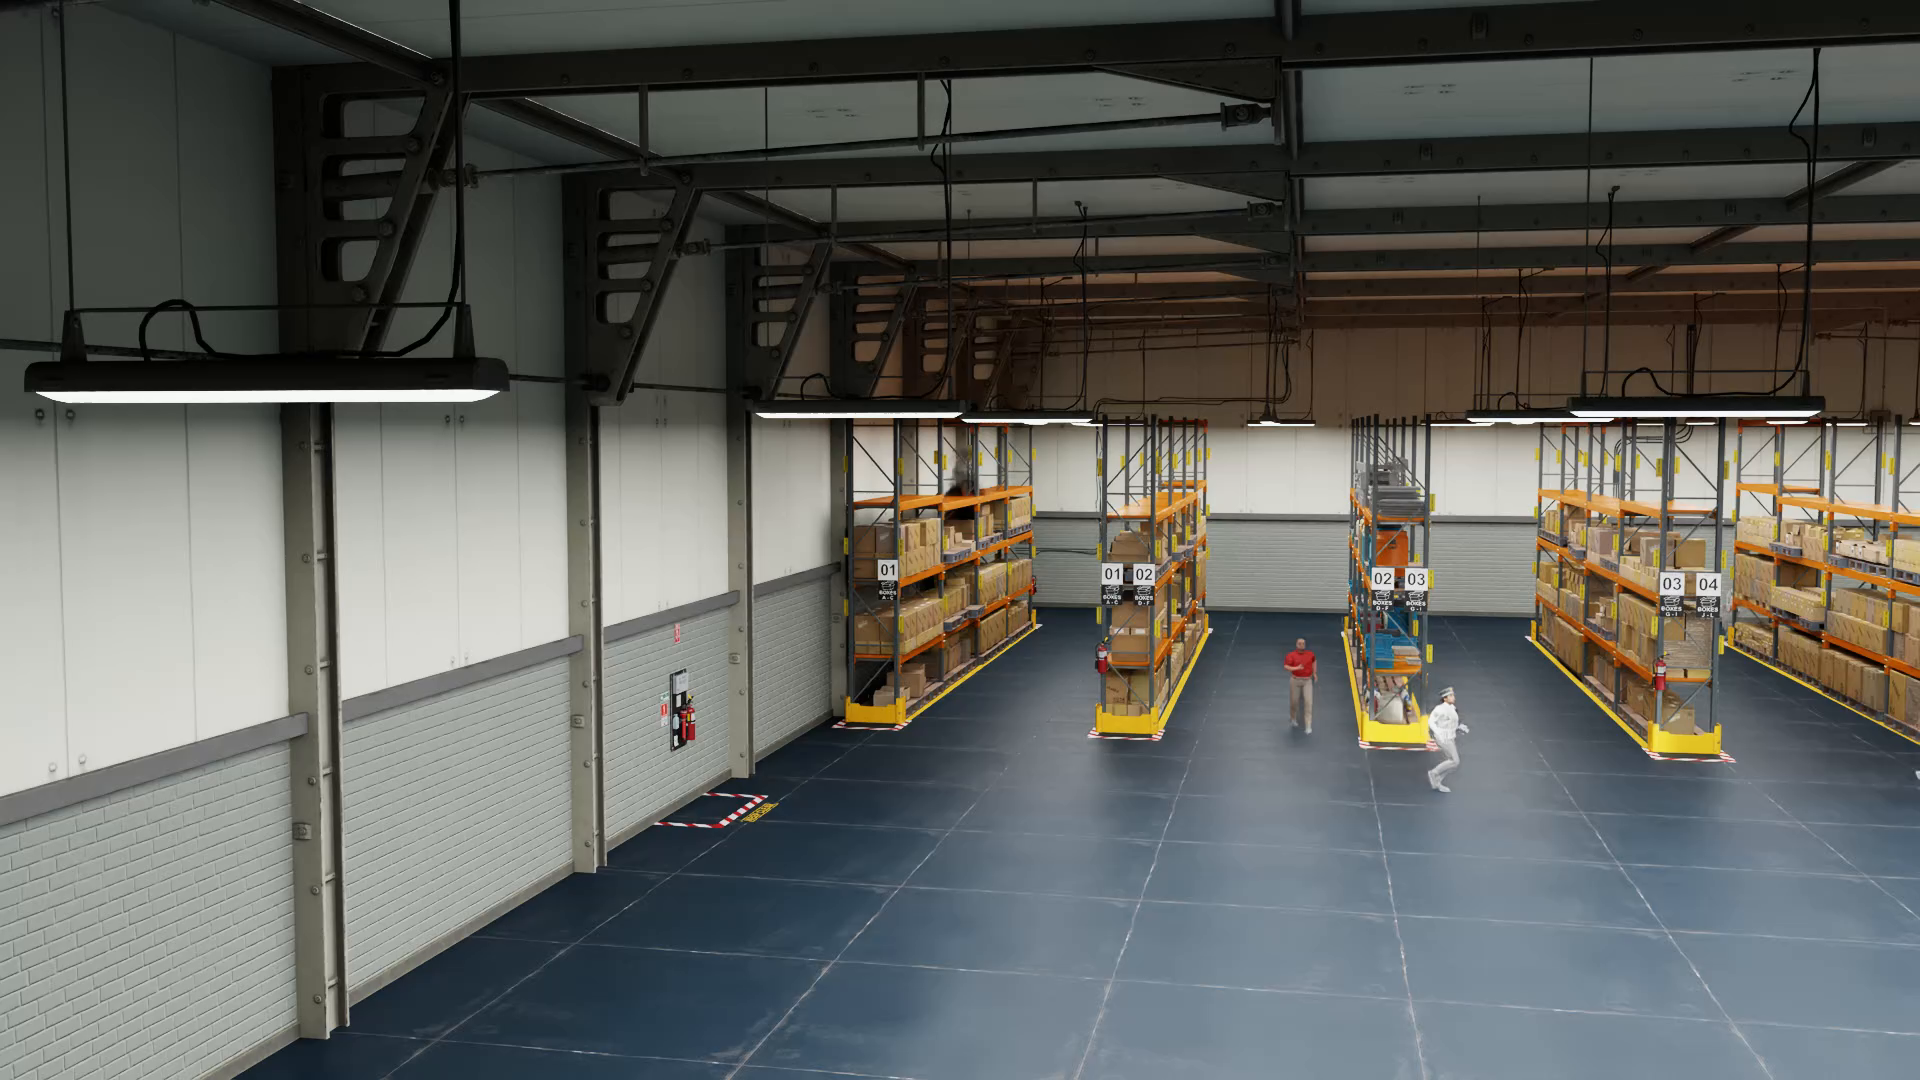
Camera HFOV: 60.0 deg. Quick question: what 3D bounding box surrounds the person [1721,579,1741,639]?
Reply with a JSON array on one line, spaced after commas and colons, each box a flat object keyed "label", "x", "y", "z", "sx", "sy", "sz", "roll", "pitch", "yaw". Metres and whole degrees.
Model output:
[{"label": "person", "x": 21.020, "y": 1.871, "z": 45.173, "sx": 0.546, "sy": 1.719, "sz": 0.702, "roll": 0, "pitch": 4, "yaw": 7}]

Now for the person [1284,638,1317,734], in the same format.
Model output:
[{"label": "person", "x": 6.476, "y": 2.751, "z": 31.612, "sx": 0.641, "sy": 1.784, "sz": 0.845, "roll": 0, "pitch": 4, "yaw": 3}]

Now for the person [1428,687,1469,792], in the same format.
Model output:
[{"label": "person", "x": 7.728, "y": 3.142, "z": 26.256, "sx": 0.547, "sy": 1.666, "sz": 0.600, "roll": 3, "pitch": 5, "yaw": 38}]
